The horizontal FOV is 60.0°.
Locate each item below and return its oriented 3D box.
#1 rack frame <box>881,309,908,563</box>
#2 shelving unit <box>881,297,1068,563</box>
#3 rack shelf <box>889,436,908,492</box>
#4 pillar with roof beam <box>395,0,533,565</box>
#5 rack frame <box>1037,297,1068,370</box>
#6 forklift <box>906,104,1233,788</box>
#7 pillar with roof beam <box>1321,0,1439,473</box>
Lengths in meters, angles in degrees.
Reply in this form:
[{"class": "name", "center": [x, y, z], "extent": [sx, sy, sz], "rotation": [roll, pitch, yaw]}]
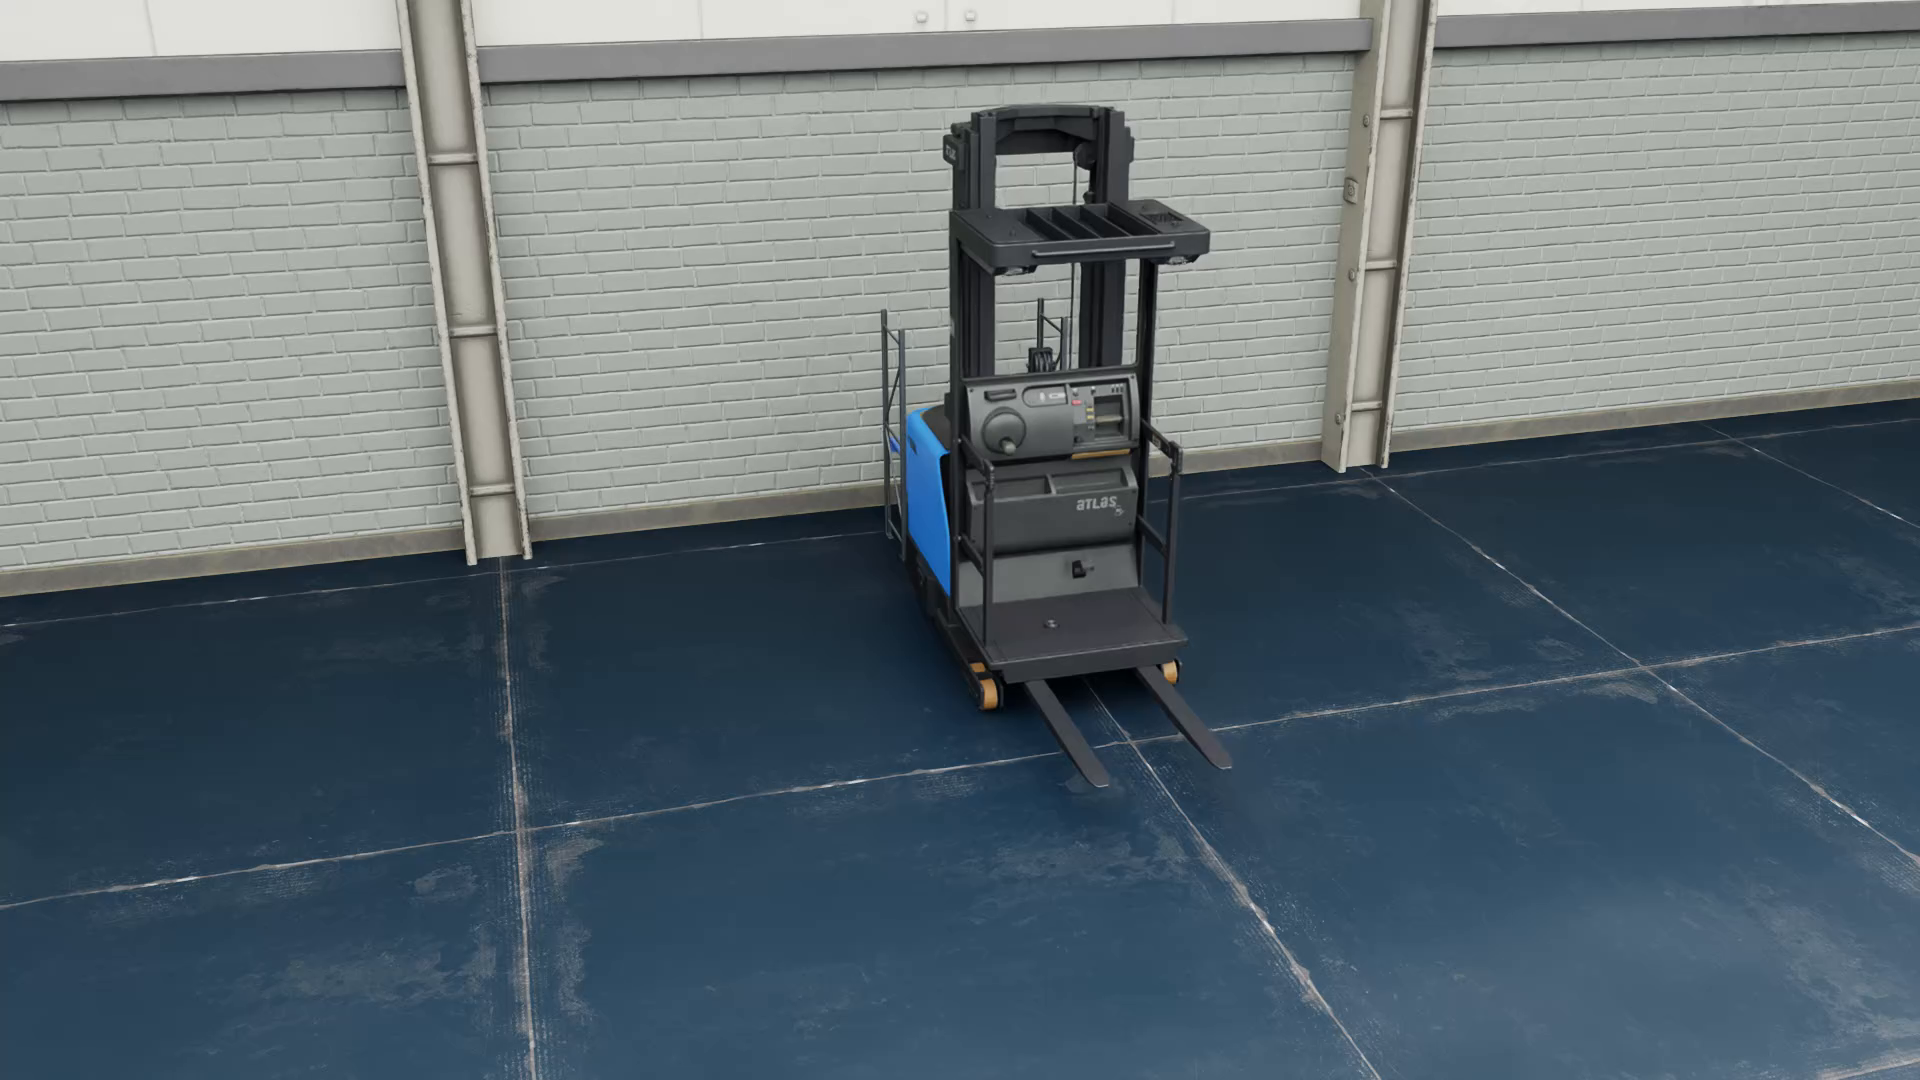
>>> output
[{"class": "rack frame", "center": [-0.407, -0.644, 10.349], "extent": [0.032, 1.500, 0.500], "rotation": [-6, 24, -14]}, {"class": "shelving unit", "center": [0.082, -0.698, 10.475], "extent": [1.048, 1.500, 0.538], "rotation": [-6, 24, -14]}, {"class": "rack shelf", "center": [0.082, -0.533, 10.546], "extent": [1.000, 0.185, 0.538], "rotation": [-6, 24, -14]}, {"class": "pillar with roof beam", "center": [-1.762, -2.422, 4.983], "extent": [0.400, 9.000, 9.100], "rotation": [-6, 24, -14]}, {"class": "rack frame", "center": [0.572, -0.752, 10.602], "extent": [0.032, 1.500, 0.500], "rotation": [-6, 24, -14]}, {"class": "forklift", "center": [0.549, -0.627, 8.495], "extent": [1.130, 2.935, 3.031], "rotation": [-6, 24, -14]}, {"class": "pillar with roof beam", "center": [4.015, -3.061, 6.472], "extent": [0.400, 9.000, 9.100], "rotation": [-6, 24, -14]}]
